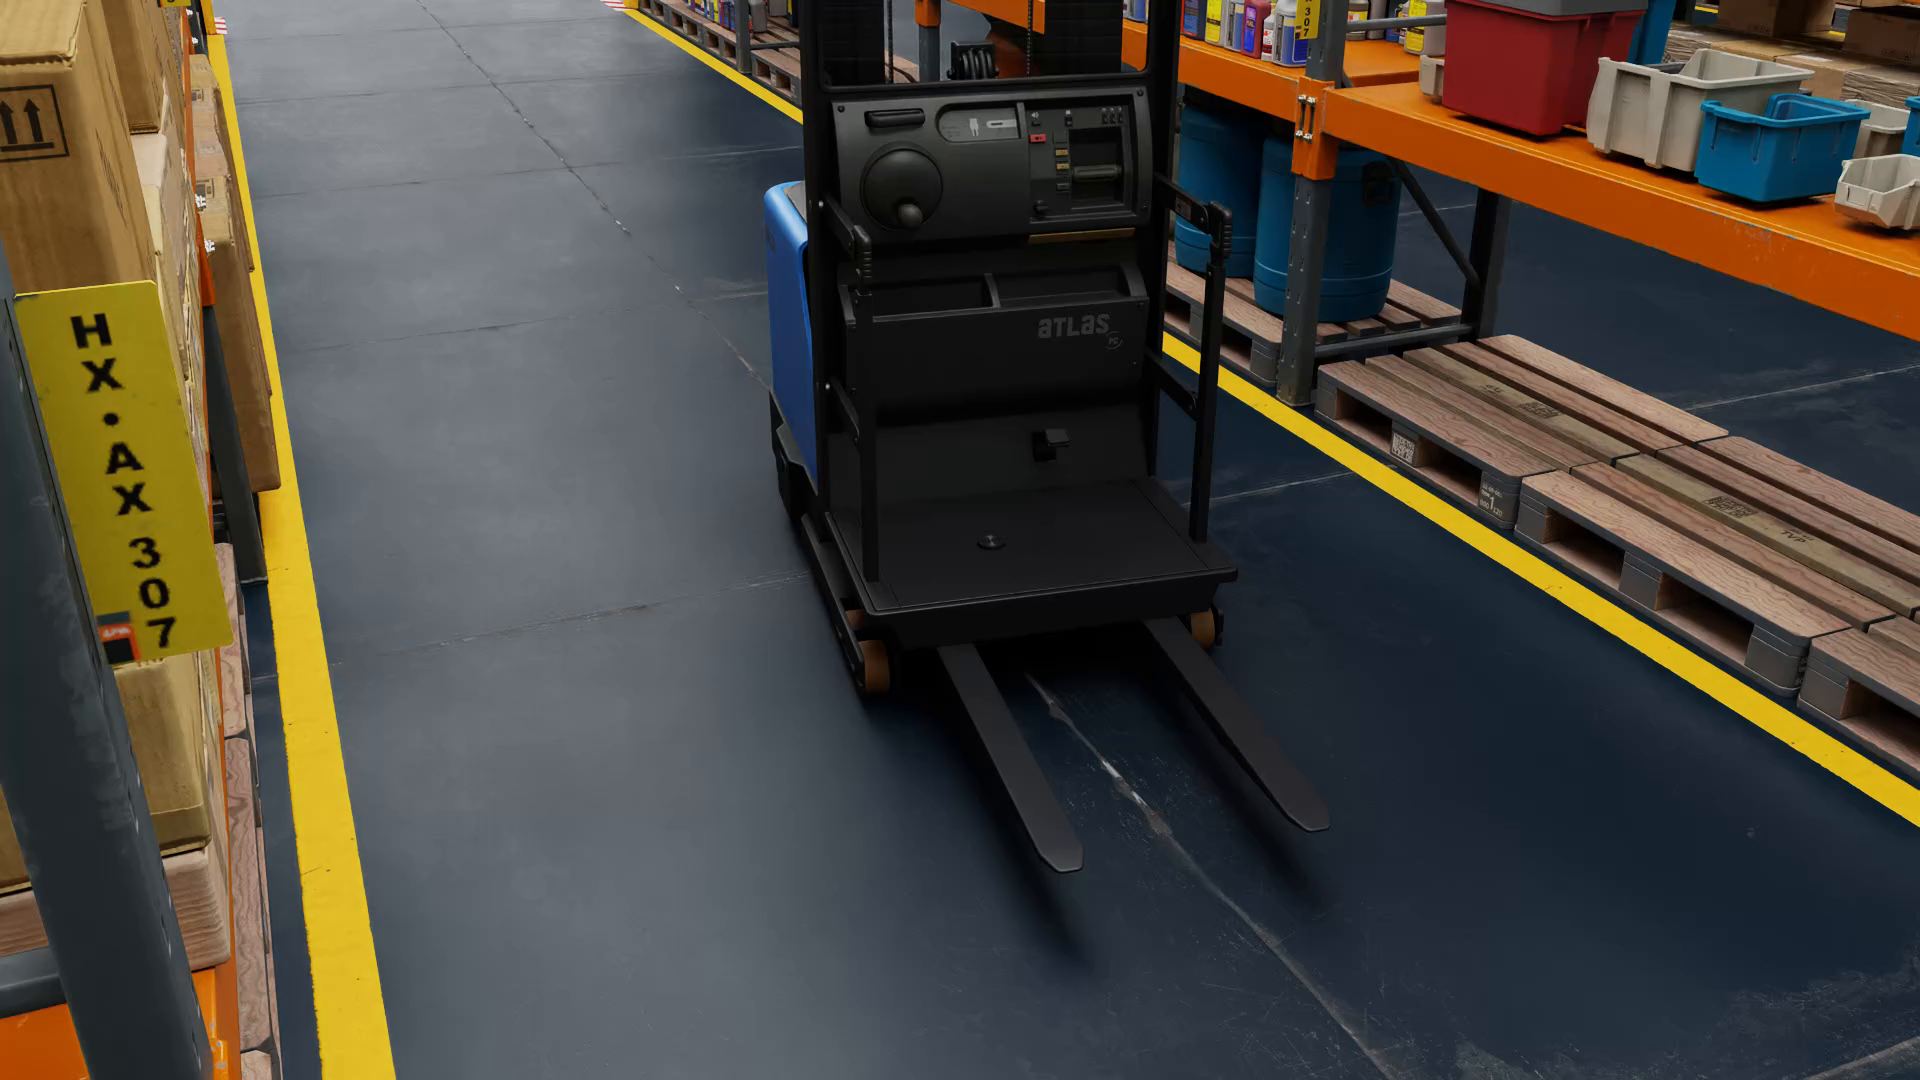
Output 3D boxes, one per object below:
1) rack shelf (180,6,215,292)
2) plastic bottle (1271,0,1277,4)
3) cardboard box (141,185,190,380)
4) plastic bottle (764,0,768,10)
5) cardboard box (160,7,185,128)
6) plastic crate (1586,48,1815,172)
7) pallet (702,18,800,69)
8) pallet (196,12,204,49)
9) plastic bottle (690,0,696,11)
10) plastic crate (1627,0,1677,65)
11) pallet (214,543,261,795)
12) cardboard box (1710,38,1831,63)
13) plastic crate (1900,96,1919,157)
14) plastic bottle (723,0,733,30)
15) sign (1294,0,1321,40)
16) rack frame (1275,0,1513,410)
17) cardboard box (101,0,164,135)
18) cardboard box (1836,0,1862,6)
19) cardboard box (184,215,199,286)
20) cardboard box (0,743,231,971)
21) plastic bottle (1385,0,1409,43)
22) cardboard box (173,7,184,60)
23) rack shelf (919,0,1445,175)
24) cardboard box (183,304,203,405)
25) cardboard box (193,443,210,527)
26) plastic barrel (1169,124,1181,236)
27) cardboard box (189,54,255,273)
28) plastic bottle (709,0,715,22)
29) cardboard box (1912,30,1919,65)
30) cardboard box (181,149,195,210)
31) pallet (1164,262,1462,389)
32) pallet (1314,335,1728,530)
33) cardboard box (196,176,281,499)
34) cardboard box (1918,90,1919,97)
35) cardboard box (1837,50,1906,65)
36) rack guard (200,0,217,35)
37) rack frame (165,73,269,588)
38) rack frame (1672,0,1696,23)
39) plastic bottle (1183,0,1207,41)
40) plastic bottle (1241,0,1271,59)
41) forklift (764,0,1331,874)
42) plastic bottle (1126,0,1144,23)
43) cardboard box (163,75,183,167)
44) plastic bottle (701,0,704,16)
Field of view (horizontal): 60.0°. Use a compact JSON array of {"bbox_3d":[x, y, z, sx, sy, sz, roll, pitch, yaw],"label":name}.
[{"bbox_3d":[-3.537,-1.629,6.489,1.077,0.370,4.000,-11,28,-21],"label":"rack shelf"},{"bbox_3d":[1.316,-2.187,7.037,0.097,0.201,0.097,0,26,0],"label":"plastic bottle"},{"bbox_3d":[-1.740,-0.459,3.103,0.500,0.250,0.500,-11,28,-22],"label":"cardboard box"},{"bbox_3d":[-1.753,-4.924,15.103,0.097,0.201,0.097,0,26,0],"label":"plastic bottle"},{"bbox_3d":[-2.902,-1.622,5.539,0.500,0.500,0.500,-11,28,-21],"label":"cardboard box"},{"bbox_3d":[2.232,-1.322,5.105,0.437,0.282,0.530,-11,28,-21],"label":"plastic crate"},{"bbox_3d":[-1.554,-4.251,14.217,1.003,0.211,1.213,-11,28,-21],"label":"pallet"},{"bbox_3d":[-7.138,-4.372,14.464,1.003,0.211,1.213,-11,28,-21],"label":"pallet"},{"bbox_3d":[-2.401,-4.938,15.039,0.061,0.283,0.133,-10,28,-20],"label":"plastic bottle"},{"bbox_3d":[2.300,-1.886,6.144,0.392,0.384,0.575,-11,28,-21],"label":"plastic crate"},{"bbox_3d":[-2.528,0.428,4.633,1.003,0.211,1.213,-11,28,-21],"label":"pallet"},{"bbox_3d":[5.113,-2.889,10.595,0.500,0.500,0.500,-11,28,-21],"label":"cardboard box"},{"bbox_3d":[2.943,-1.142,4.793,0.416,0.233,0.300,-11,28,-21],"label":"plastic crate"},{"bbox_3d":[-1.922,-4.521,14.109,0.144,0.351,0.185,-12,29,-23],"label":"plastic bottle"},{"bbox_3d":[1.296,-2.027,6.167,0.100,0.325,0.005,-11,28,-21],"label":"sign"},{"bbox_3d":[1.803,-1.996,6.420,1.000,3.000,0.127,-11,28,-21],"label":"rack frame"},{"bbox_3d":[-2.136,-1.206,3.778,0.500,0.500,0.500,-10,28,-20],"label":"cardboard box"},{"bbox_3d":[8.501,-5.295,15.525,0.700,0.500,0.500,-10,28,-20],"label":"cardboard box"},{"bbox_3d":[-2.031,-0.654,3.958,0.380,0.149,0.250,-10,28,-20],"label":"cardboard box"},{"bbox_3d":[-1.023,0.382,1.834,0.380,0.149,0.250,-10,28,-20],"label":"cardboard box"},{"bbox_3d":[1.900,-2.296,7.181,0.097,0.271,0.097,0,26,0],"label":"plastic bottle"},{"bbox_3d":[-3.503,-2.237,6.799,0.500,0.500,0.500,-12,28,-22],"label":"cardboard box"},{"bbox_3d":[1.020,-2.481,8.232,1.077,0.370,4.000,-11,28,-21],"label":"rack shelf"},{"bbox_3d":[-1.731,-0.344,3.322,0.380,0.149,0.250,-10,28,-20],"label":"cardboard box"},{"bbox_3d":[-1.427,-0.032,2.683,0.380,0.149,0.250,-11,28,-22],"label":"cardboard box"},{"bbox_3d":[1.190,-1.819,8.413,0.421,0.512,0.421,0,26,0],"label":"plastic barrel"},{"bbox_3d":[-4.070,-1.712,7.780,1.225,0.875,0.875,-12,28,-23],"label":"cardboard box"},{"bbox_3d":[-2.109,-4.684,14.528,0.152,0.276,0.135,-10,28,-20],"label":"plastic bottle"},{"bbox_3d":[6.005,-2.898,9.760,0.500,0.250,0.500,-11,28,-20],"label":"cardboard box"},{"bbox_3d":[-2.333,-0.966,4.595,0.380,0.149,0.250,-10,28,-20],"label":"cardboard box"},{"bbox_3d":[1.539,-1.062,7.684,1.003,0.211,1.213,-11,28,-21],"label":"pallet"},{"bbox_3d":[2.127,-0.453,6.437,1.003,0.211,1.213,-11,28,-21],"label":"pallet"},{"bbox_3d":[-3.023,-0.634,5.573,1.225,0.875,0.875,-10,28,-20],"label":"cardboard box"},{"bbox_3d":[5.719,-2.271,9.331,0.500,0.500,0.500,-10,28,-20],"label":"cardboard box"},{"bbox_3d":[5.792,-2.778,10.369,0.500,0.500,0.500,-12,28,-23],"label":"cardboard box"},{"bbox_3d":[-7.424,-4.836,15.085,1.175,0.500,0.348,-11,28,-21],"label":"rack guard"},{"bbox_3d":[-2.754,-1.145,4.677,1.000,3.000,0.127,-11,28,-21],"label":"rack frame"},{"bbox_3d":[4.796,-4.461,11.467,1.000,3.000,0.127,-11,28,-21],"label":"rack frame"},{"bbox_3d":[1.070,-2.364,7.229,0.144,0.351,0.185,-11,28,-21],"label":"plastic bottle"},{"bbox_3d":[1.219,-2.133,6.833,0.061,0.283,0.133,-11,28,-21],"label":"plastic bottle"},{"bbox_3d":[0.158,-1.053,4.565,1.130,2.935,3.031,-7,27,-13],"label":"forklift"},{"bbox_3d":[0.867,-2.543,7.681,0.152,0.276,0.135,-11,28,-21],"label":"plastic bottle"},{"bbox_3d":[-2.340,-1.078,4.372,0.500,0.250,0.500,-11,28,-22],"label":"cardboard box"},{"bbox_3d":[-2.261,-4.777,14.803,0.097,0.201,0.097,0,26,0],"label":"plastic bottle"}]
